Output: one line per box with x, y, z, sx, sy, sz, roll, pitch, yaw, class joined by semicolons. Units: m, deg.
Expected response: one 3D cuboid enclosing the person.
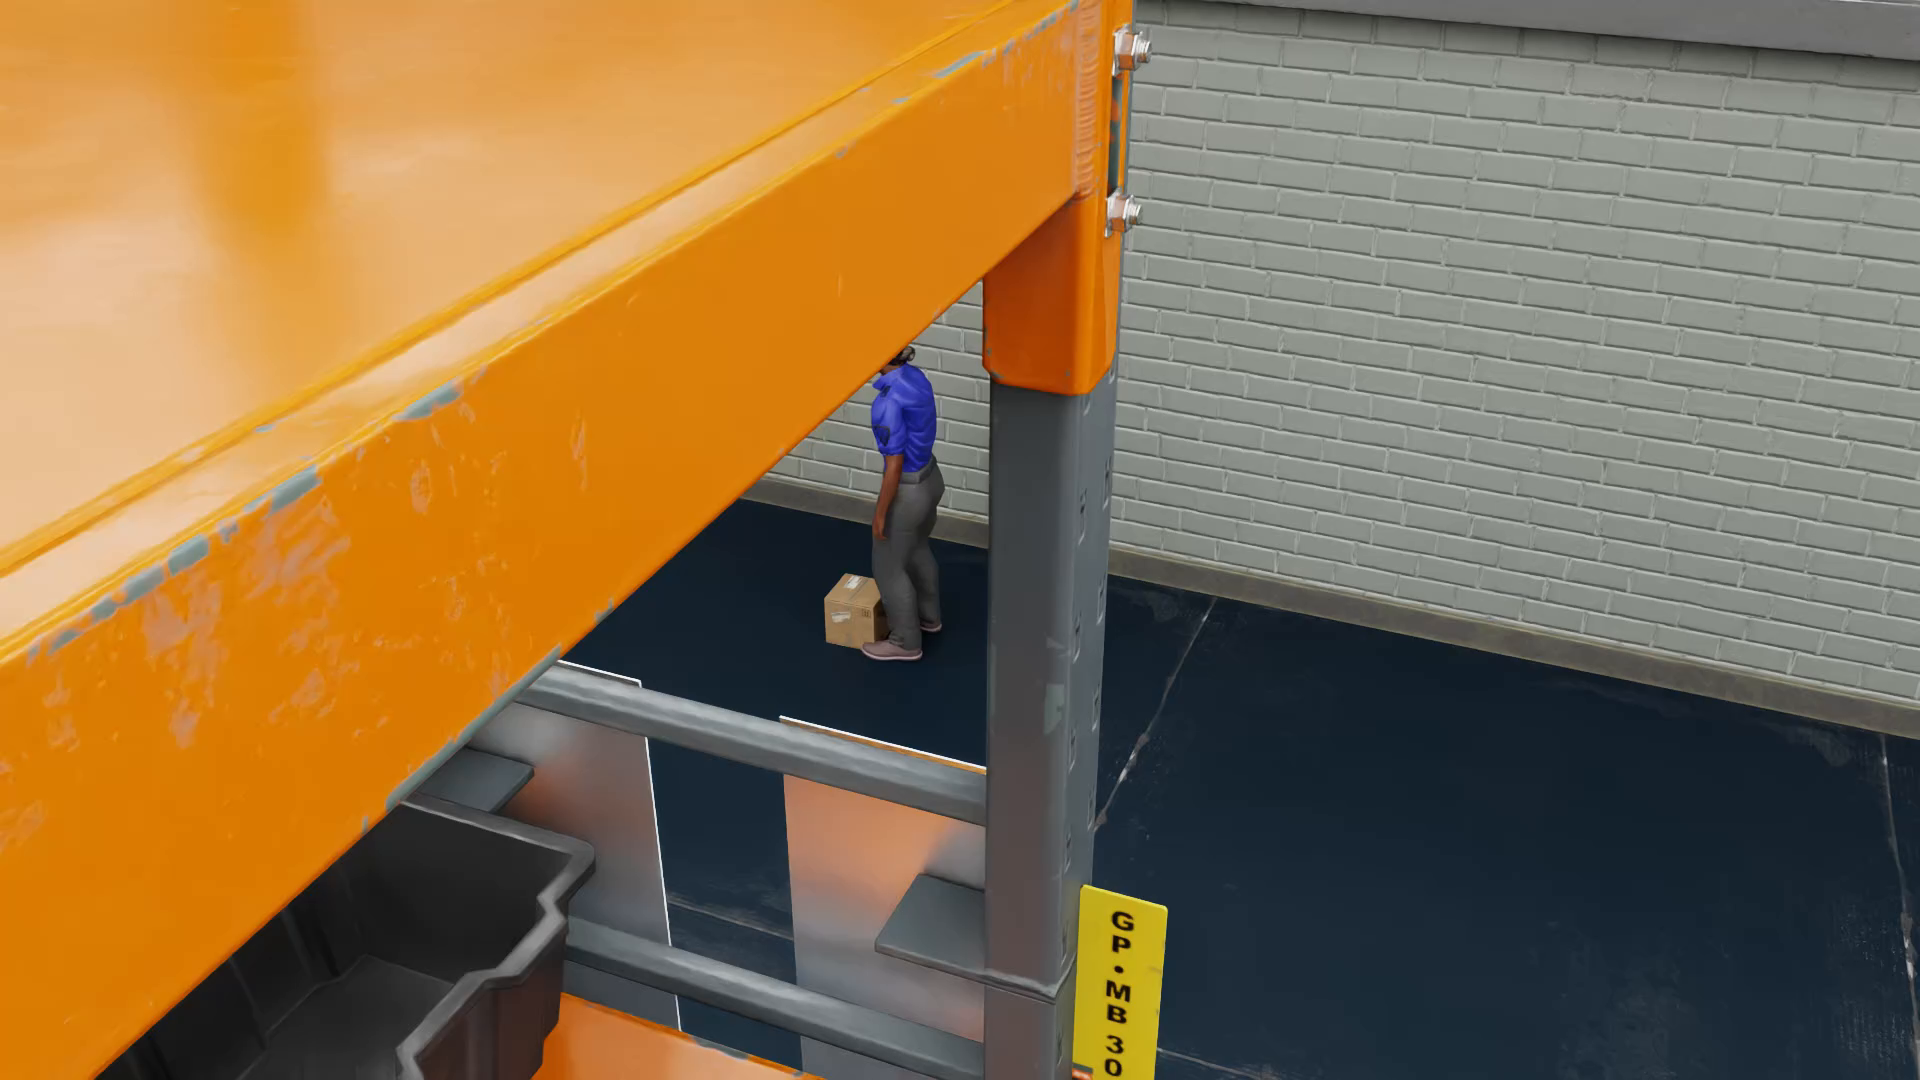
-0.261;-0.221;7.519;0.348;1.655;0.532;10;31;16;person
